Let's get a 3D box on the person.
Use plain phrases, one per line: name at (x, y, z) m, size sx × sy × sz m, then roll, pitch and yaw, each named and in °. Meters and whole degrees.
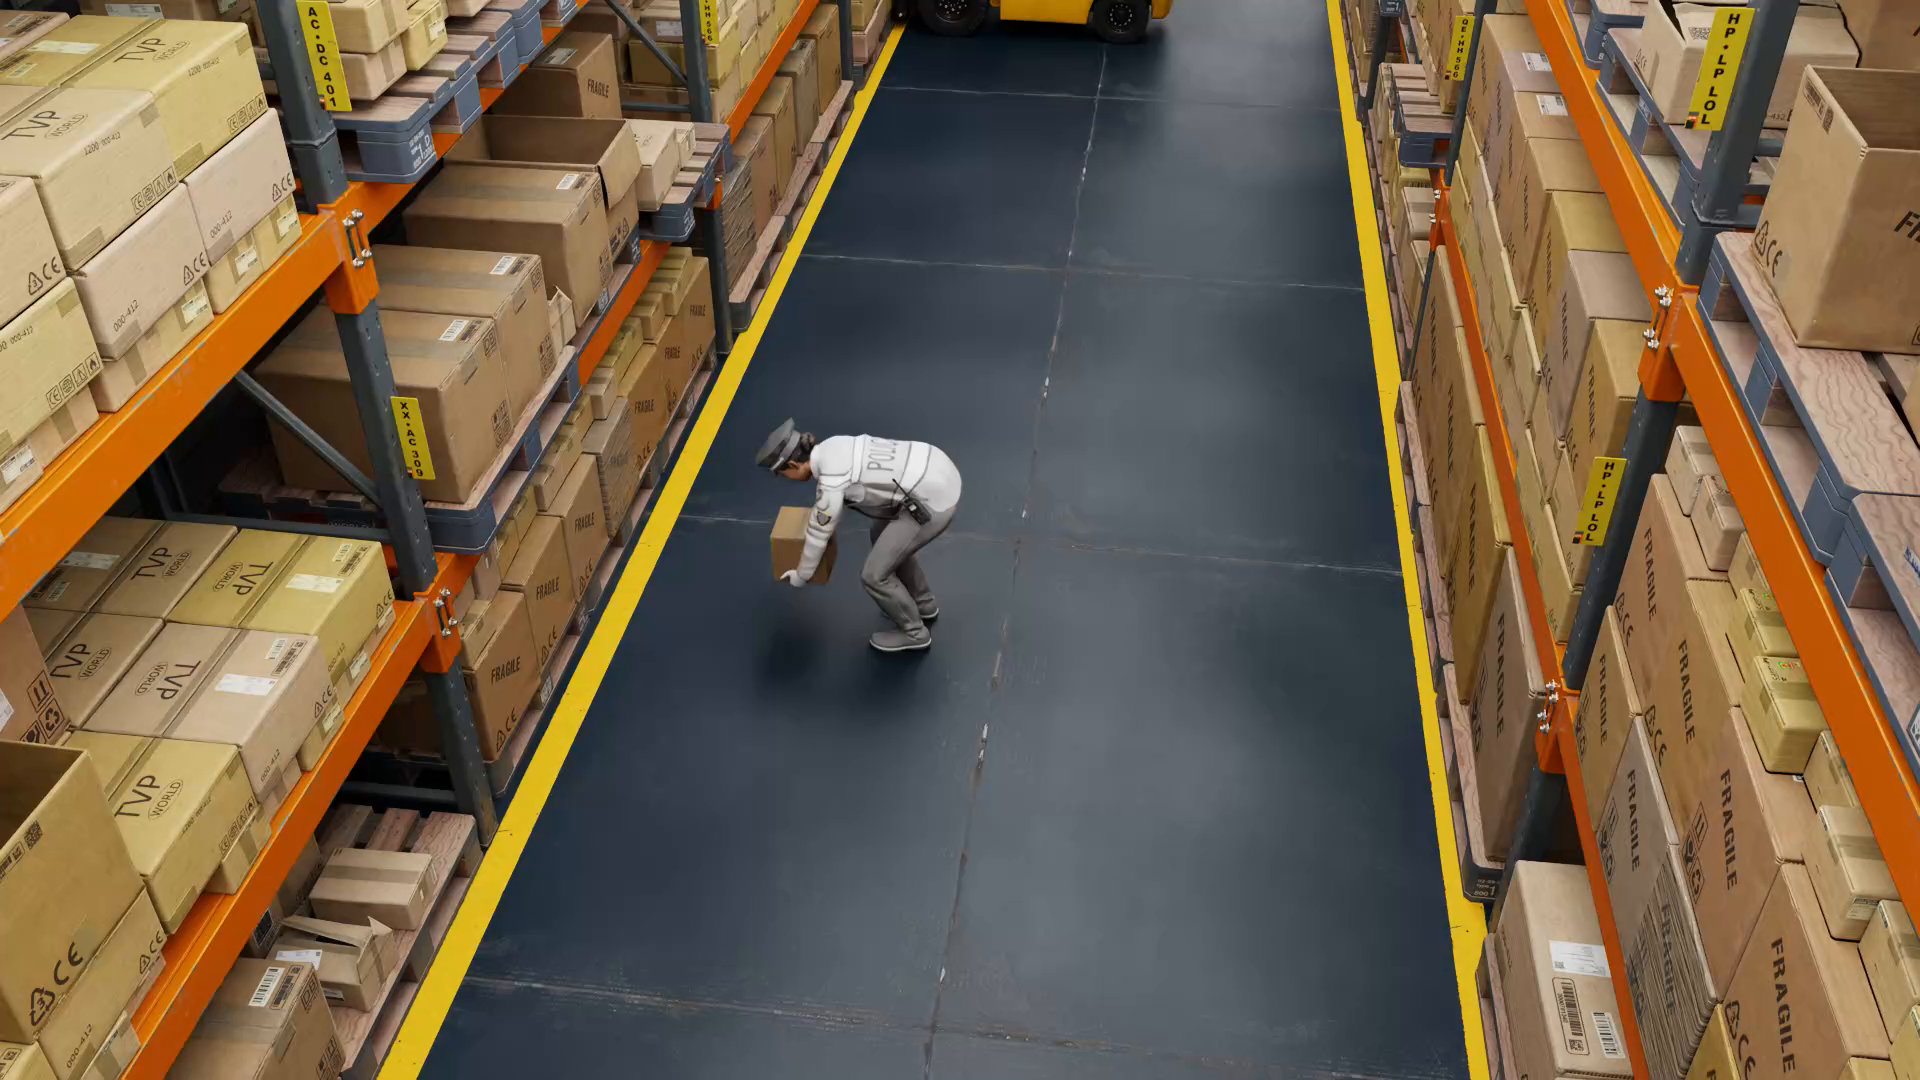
person at (3.072, -1.743, 8.948) m, size 7.482 × 2.202 × 5.277 m, roll 3°, pitch 36°, yaw 4°
